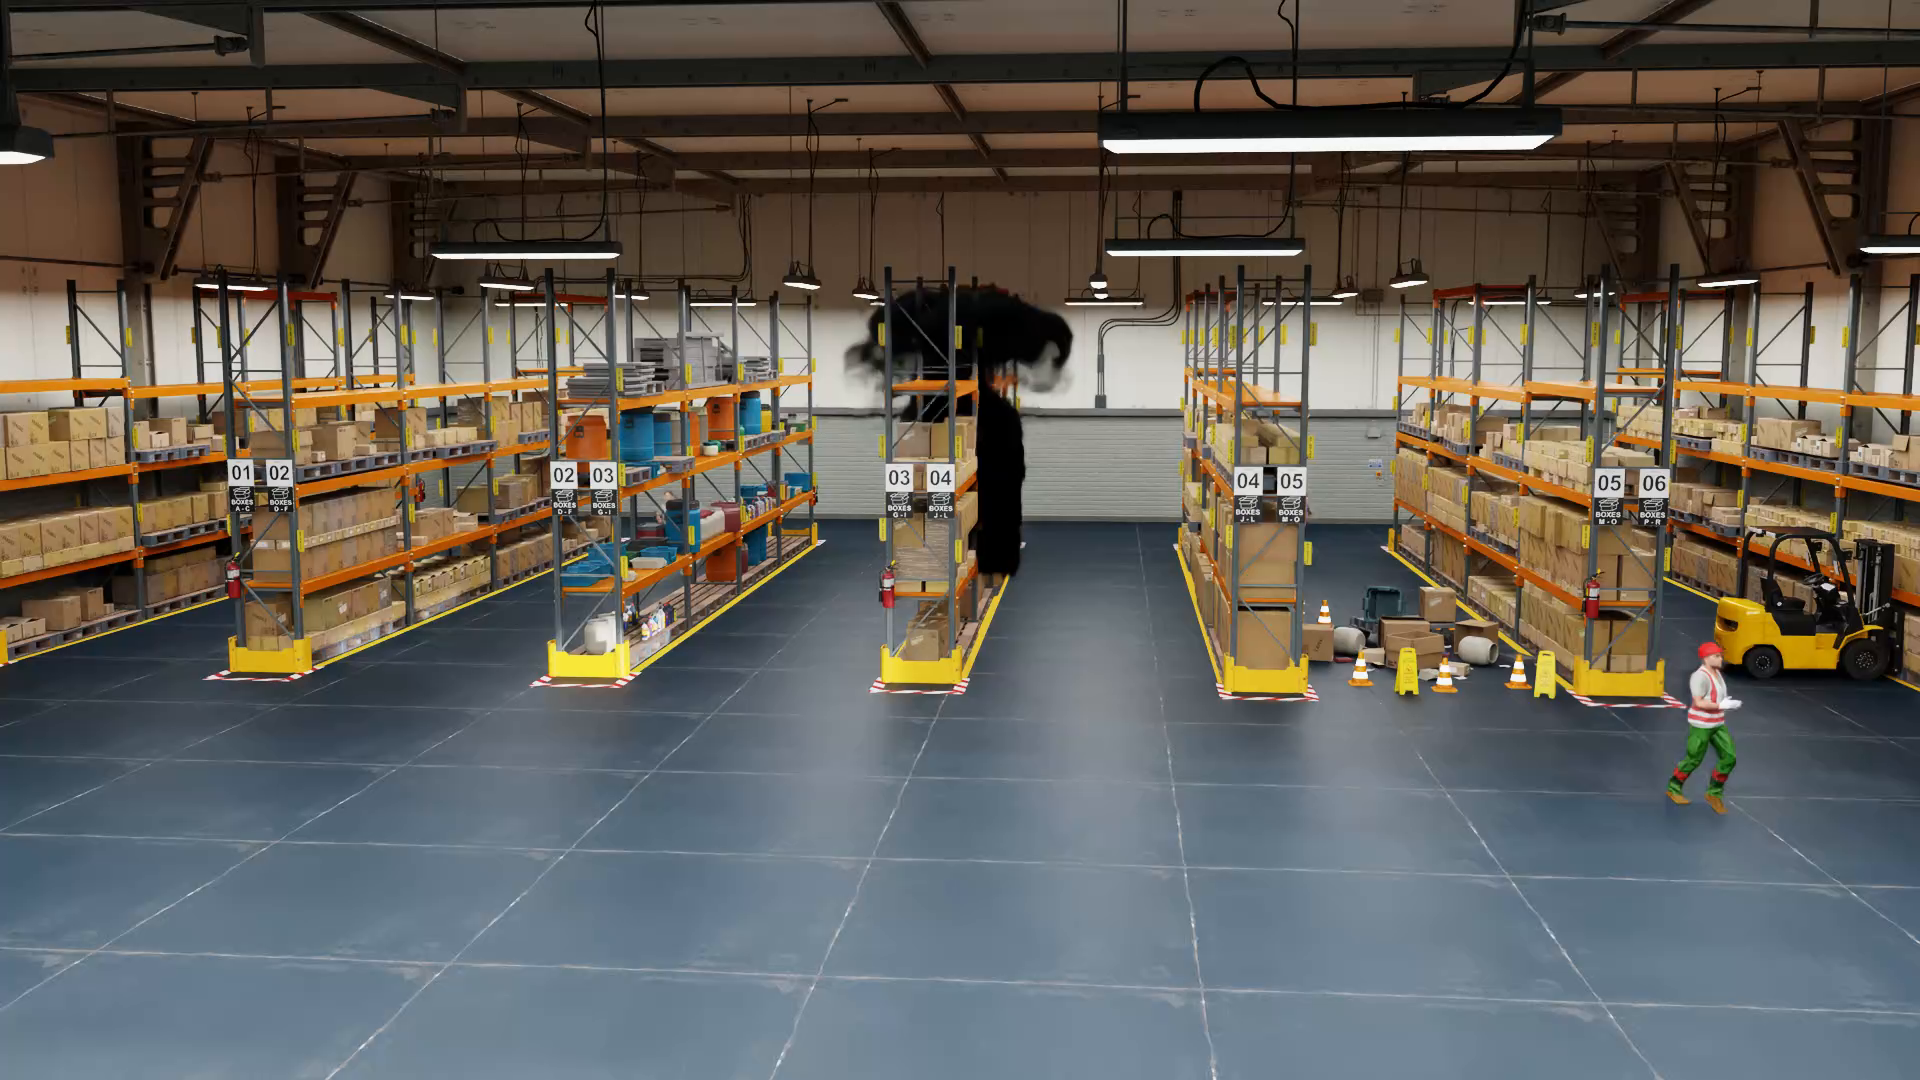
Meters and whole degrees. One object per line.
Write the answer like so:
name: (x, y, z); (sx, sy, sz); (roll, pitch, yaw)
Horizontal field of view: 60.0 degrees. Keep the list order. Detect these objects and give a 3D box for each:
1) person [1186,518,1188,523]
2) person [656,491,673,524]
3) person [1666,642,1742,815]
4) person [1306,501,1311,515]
person: (5.853, -0.769, 40.855); (0.597, 1.707, 0.705); (6, 9, 39)
person: (-5.944, -0.165, 34.020); (0.553, 1.679, 0.565); (0, 7, -1)
person: (7.884, 1.974, 17.559); (0.664, 1.817, 0.777); (-5, 9, -36)
person: (7.704, -0.378, 37.956); (0.603, 1.560, 0.492); (-1, 7, -7)
